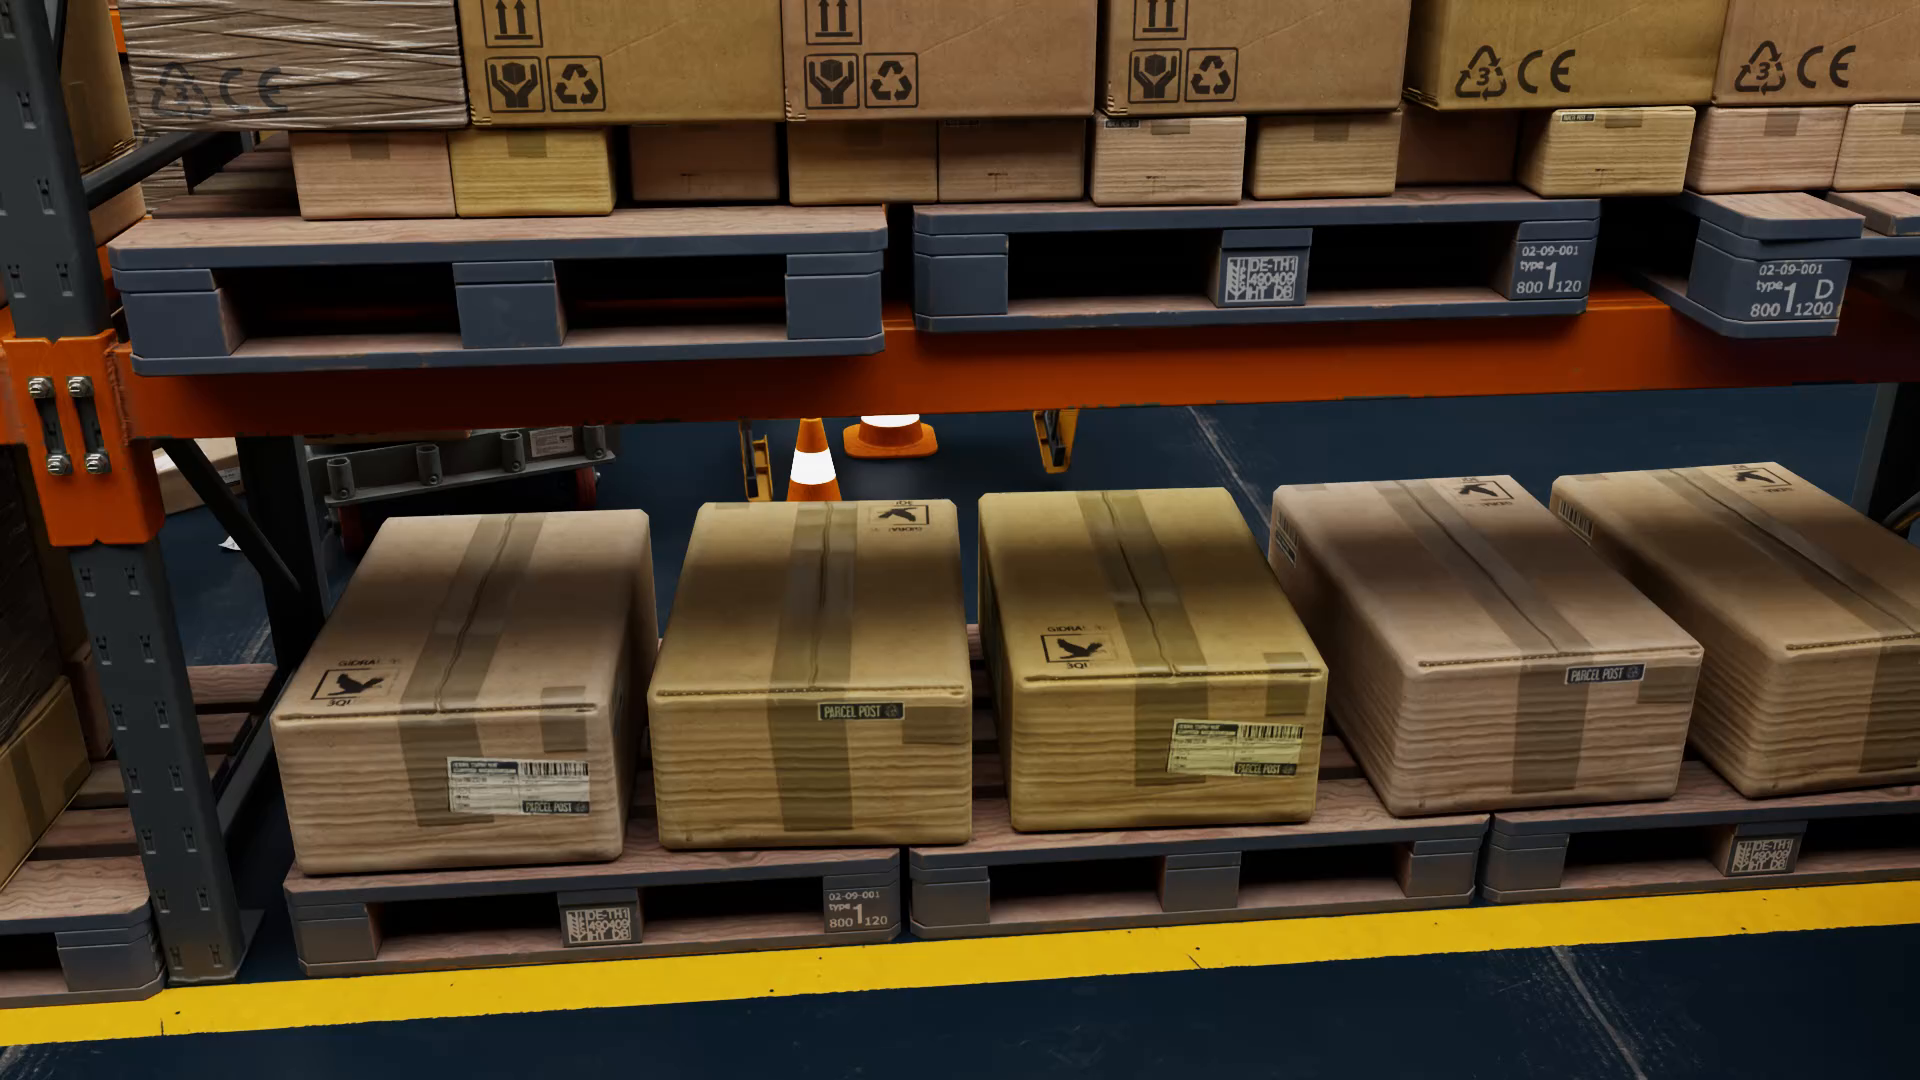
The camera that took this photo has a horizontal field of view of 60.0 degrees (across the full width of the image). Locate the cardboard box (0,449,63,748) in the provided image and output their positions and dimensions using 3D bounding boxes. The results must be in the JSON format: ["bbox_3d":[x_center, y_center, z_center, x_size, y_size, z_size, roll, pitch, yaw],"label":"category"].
[{"bbox_3d":[-2.104,0.159,3.145,0.500,0.500,0.500,-3,24,-6],"label":"cardboard box"}]

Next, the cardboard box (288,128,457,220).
[{"bbox_3d":[-0.961,-0.667,2.850,0.250,0.149,0.380,-2,24,-4],"label":"cardboard box"}]

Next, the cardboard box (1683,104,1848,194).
[{"bbox_3d":[1.379,-0.749,3.035,0.250,0.149,0.380,-3,24,-8],"label":"cardboard box"}]

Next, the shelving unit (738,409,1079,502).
[{"bbox_3d":[-0.266,-0.961,5.676,1.083,0.587,1.500,-6,60,-7],"label":"shelving unit"}]

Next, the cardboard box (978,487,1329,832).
[{"bbox_3d":[0.387,0.233,3.751,0.625,0.372,0.950,-2,24,-3],"label":"cardboard box"}]

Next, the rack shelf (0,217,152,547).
[{"bbox_3d":[-3.532,-0.287,3.088,4.000,0.370,1.077,-2,24,-5],"label":"rack shelf"}]

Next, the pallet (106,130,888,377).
[{"bbox_3d":[-0.767,-0.580,3.097,1.213,0.211,1.003,-2,24,-5],"label":"pallet"}]

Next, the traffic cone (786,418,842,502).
[{"bbox_3d":[-0.445,-0.152,5.021,0.334,0.463,0.336,-2,24,-5],"label":"traffic cone"}]

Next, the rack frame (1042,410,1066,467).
[{"bbox_3d":[0.227,-1.014,5.733,0.032,0.500,1.500,-6,60,-7],"label":"rack frame"}]

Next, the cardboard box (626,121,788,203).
[{"bbox_3d":[-0.437,-0.716,2.959,0.250,0.149,0.380,-1,24,-2],"label":"cardboard box"}]

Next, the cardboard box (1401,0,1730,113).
[{"bbox_3d":[0.998,-1.052,2.918,0.500,0.500,0.500,-4,24,-9],"label":"cardboard box"}]

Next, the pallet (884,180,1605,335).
[{"bbox_3d":[0.473,-0.672,3.305,1.213,0.211,1.003,-2,24,-5],"label":"pallet"}]

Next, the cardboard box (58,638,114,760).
[{"bbox_3d":[-2.155,0.284,3.787,0.500,0.250,0.500,-3,24,-8],"label":"cardboard box"}]

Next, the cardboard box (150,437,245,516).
[{"bbox_3d":[-2.563,-0.281,5.555,0.258,0.266,0.396,22,32,40],"label":"cardboard box"}]

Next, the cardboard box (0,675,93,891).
[{"bbox_3d":[-2.104,0.501,3.297,0.500,0.250,0.500,-1,24,-3],"label":"cardboard box"}]

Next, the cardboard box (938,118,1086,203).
[{"bbox_3d":[0.070,-0.718,2.965,0.250,0.149,0.380,-2,24,-5],"label":"cardboard box"}]

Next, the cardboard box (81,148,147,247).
[{"bbox_3d":[-1.887,-0.698,3.436,0.250,0.149,0.380,-2,24,-5],"label":"cardboard box"}]

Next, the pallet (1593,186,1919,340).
[{"bbox_3d":[1.740,-0.696,3.359,1.003,0.211,1.213,-2,24,-5],"label":"pallet"}]

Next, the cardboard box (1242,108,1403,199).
[{"bbox_3d":[0.602,-0.730,2.992,0.250,0.149,0.380,-3,24,-7],"label":"cardboard box"}]

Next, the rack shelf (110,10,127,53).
[{"bbox_3d":[-4.119,-2.284,7.580,4.000,0.370,1.077,-2,24,-5],"label":"rack shelf"}]

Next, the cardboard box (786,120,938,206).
[{"bbox_3d":[-0.177,-0.709,2.944,0.250,0.149,0.380,-2,24,-4],"label":"cardboard box"}]

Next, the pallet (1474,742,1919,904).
[{"bbox_3d":[1.661,0.450,3.978,1.213,0.211,1.003,-2,24,-5],"label":"pallet"}]

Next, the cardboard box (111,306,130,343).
[{"bbox_3d":[-3.093,-0.591,5.793,0.503,0.637,0.797,-2,24,-5],"label":"cardboard box"}]

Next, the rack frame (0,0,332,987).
[{"bbox_3d":[-1.542,-0.695,3.122,0.127,3.000,1.000,-2,24,-5],"label":"rack frame"}]

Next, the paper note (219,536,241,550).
[{"bbox_3d":[-2.237,-0.007,5.228,0.142,0.019,0.148,-2,24,-5],"label":"paper note"}]

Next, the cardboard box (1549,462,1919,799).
[{"bbox_3d":[1.876,0.172,3.888,0.625,0.372,0.950,-4,24,-9],"label":"cardboard box"}]

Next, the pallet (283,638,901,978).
[{"bbox_3d":[-0.767,0.547,3.759,1.213,0.211,1.003,-2,24,-5],"label":"pallet"}]

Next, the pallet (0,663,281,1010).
[{"bbox_3d":[-2.207,0.620,3.595,1.213,0.211,1.003,-2,24,-5],"label":"pallet"}]

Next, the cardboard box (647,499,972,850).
[{"bbox_3d":[-0.305,0.261,3.687,0.625,0.372,0.950,-1,24,-2],"label":"cardboard box"}]

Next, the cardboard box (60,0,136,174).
[{"bbox_3d":[-2.007,-0.972,3.255,0.500,0.500,0.500,-2,24,-5],"label":"cardboard box"}]

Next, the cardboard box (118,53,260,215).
[{"bbox_3d":[-3.658,-1.879,7.883,0.875,0.875,0.875,-2,24,-5],"label":"cardboard box"}]

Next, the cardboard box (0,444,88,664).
[{"bbox_3d":[-2.155,-0.059,3.635,0.500,0.500,0.500,-1,24,-3],"label":"cardboard box"}]

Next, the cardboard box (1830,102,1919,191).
[{"bbox_3d":[1.630,-0.756,3.050,0.250,0.149,0.380,-2,24,-6],"label":"cardboard box"}]

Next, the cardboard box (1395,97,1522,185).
[{"bbox_3d":[0.844,-0.773,3.089,0.250,0.149,0.380,-2,24,-5],"label":"cardboard box"}]

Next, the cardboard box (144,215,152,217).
[{"bbox_3d":[-3.573,-1.074,7.048,0.500,0.500,0.500,2,24,4],"label":"cardboard box"}]

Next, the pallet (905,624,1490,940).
[{"bbox_3d":[0.450,0.497,3.872,1.213,0.211,1.003,-2,24,-5],"label":"pallet"}]

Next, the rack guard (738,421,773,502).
[{"bbox_3d":[-0.665,-0.376,5.305,0.087,0.587,0.250,-6,60,-7],"label":"rack guard"}]

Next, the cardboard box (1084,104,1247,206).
[{"bbox_3d":[0.339,-0.708,2.941,0.250,0.149,0.380,-1,24,-3],"label":"cardboard box"}]

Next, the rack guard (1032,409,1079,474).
[{"bbox_3d":[0.319,-0.482,5.419,0.087,0.587,0.250,-6,60,-7],"label":"rack guard"}]

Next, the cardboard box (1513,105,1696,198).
[{"bbox_3d":[1.106,-0.732,2.997,0.250,0.149,0.380,-2,24,-4],"label":"cardboard box"}]

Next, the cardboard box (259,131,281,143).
[{"bbox_3d":[-2.762,-1.916,7.967,0.875,0.875,0.875,-2,24,-4],"label":"cardboard box"}]

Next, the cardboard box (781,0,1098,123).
[{"bbox_3d":[-0.055,-1.006,2.814,0.500,0.500,0.500,-2,24,-5],"label":"cardboard box"}]

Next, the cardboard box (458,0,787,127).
[{"bbox_3d":[-0.549,-0.992,2.782,0.500,0.500,0.500,-2,24,-5],"label":"cardboard box"}]

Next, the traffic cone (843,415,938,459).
[{"bbox_3d":[-0.255,-0.567,5.957,0.334,0.463,0.336,-2,24,-5],"label":"traffic cone"}]

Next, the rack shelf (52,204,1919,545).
[{"bbox_3d":[0.449,-0.447,3.447,4.000,0.370,1.077,-2,24,-5],"label":"rack shelf"}]

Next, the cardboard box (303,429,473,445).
[{"bbox_3d":[-1.747,-0.618,5.091,0.500,0.500,0.500,-2,24,-5],"label":"cardboard box"}]

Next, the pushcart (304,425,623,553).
[{"bbox_3d":[-1.816,-0.417,5.723,0.936,0.377,1.648,-11,26,-23],"label":"pushcart"}]

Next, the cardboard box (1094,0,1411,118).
[{"bbox_3d":[0.455,-1.031,2.870,0.500,0.500,0.500,-3,24,-7],"label":"cardboard box"}]

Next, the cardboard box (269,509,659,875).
[{"bbox_3d":[-1.020,0.291,3.619,0.625,0.372,0.950,-2,24,-4],"label":"cardboard box"}]

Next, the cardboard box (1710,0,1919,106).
[{"bbox_3d":[1.500,-1.073,2.965,0.500,0.500,0.500,-3,24,-6],"label":"cardboard box"}]

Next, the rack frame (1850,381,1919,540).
[{"bbox_3d":[2.439,-0.855,3.481,0.127,3.000,1.000,-2,24,-5],"label":"rack frame"}]

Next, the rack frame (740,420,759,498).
[{"bbox_3d":[-0.777,-0.906,5.616,0.032,0.500,1.500,-6,60,-7],"label":"rack frame"}]

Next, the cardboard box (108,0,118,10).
[{"bbox_3d":[-3.589,-2.736,7.528,0.550,0.550,0.875,-2,24,-5],"label":"cardboard box"}]

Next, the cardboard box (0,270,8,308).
[{"bbox_3d":[-1.832,-0.445,2.867,0.250,0.149,0.380,-3,24,-6],"label":"cardboard box"}]

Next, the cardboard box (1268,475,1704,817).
[{"bbox_3d":[1.142,0.205,3.814,0.625,0.372,0.950,-3,24,-6],"label":"cardboard box"}]

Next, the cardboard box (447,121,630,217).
[{"bbox_3d":[-0.711,-0.673,2.864,0.250,0.149,0.380,-2,24,-4],"label":"cardboard box"}]

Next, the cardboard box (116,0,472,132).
[{"bbox_3d":[-1.047,-0.972,2.737,0.500,0.500,0.500,-2,24,-4],"label":"cardboard box"}]
